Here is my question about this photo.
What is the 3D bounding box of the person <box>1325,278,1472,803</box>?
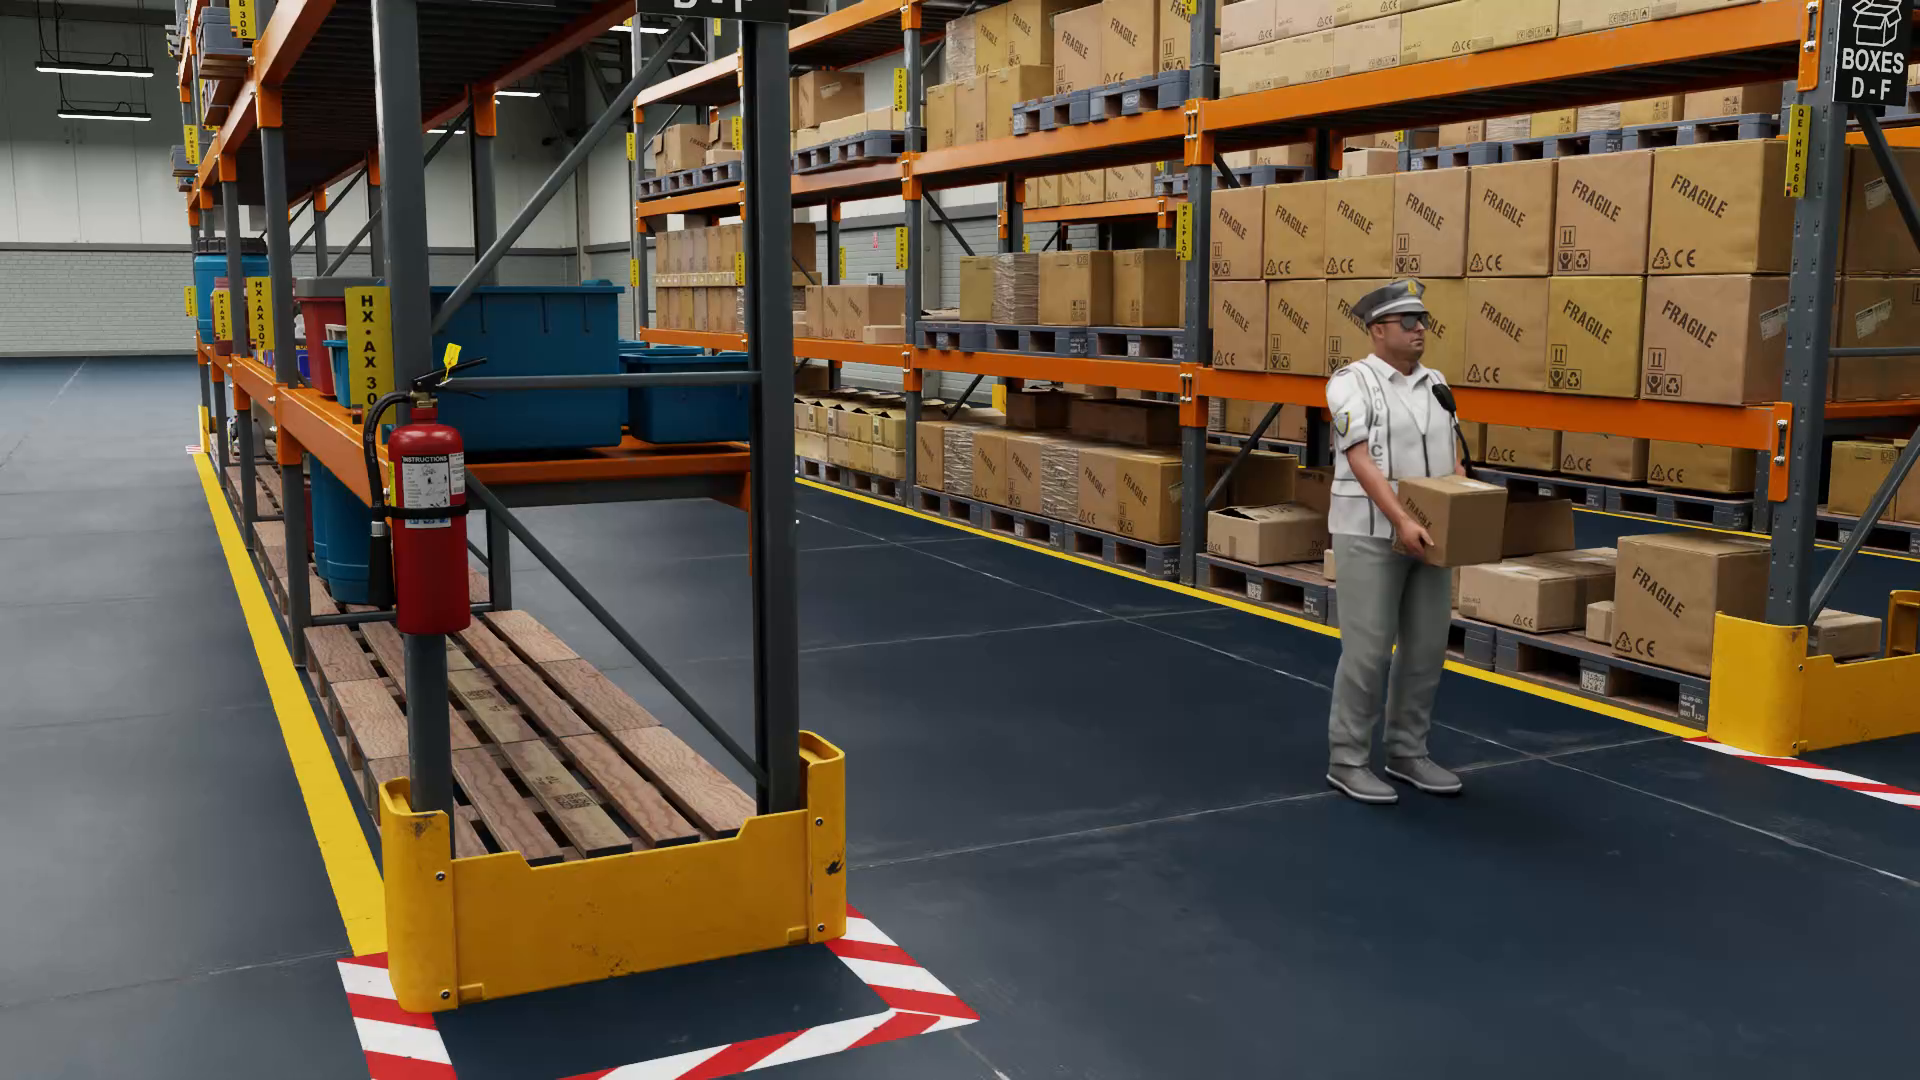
[{"bbox_3d":[1.557,-0.003,5.744,0.503,1.776,0.555,-4,9,-26],"label":"person"}]
